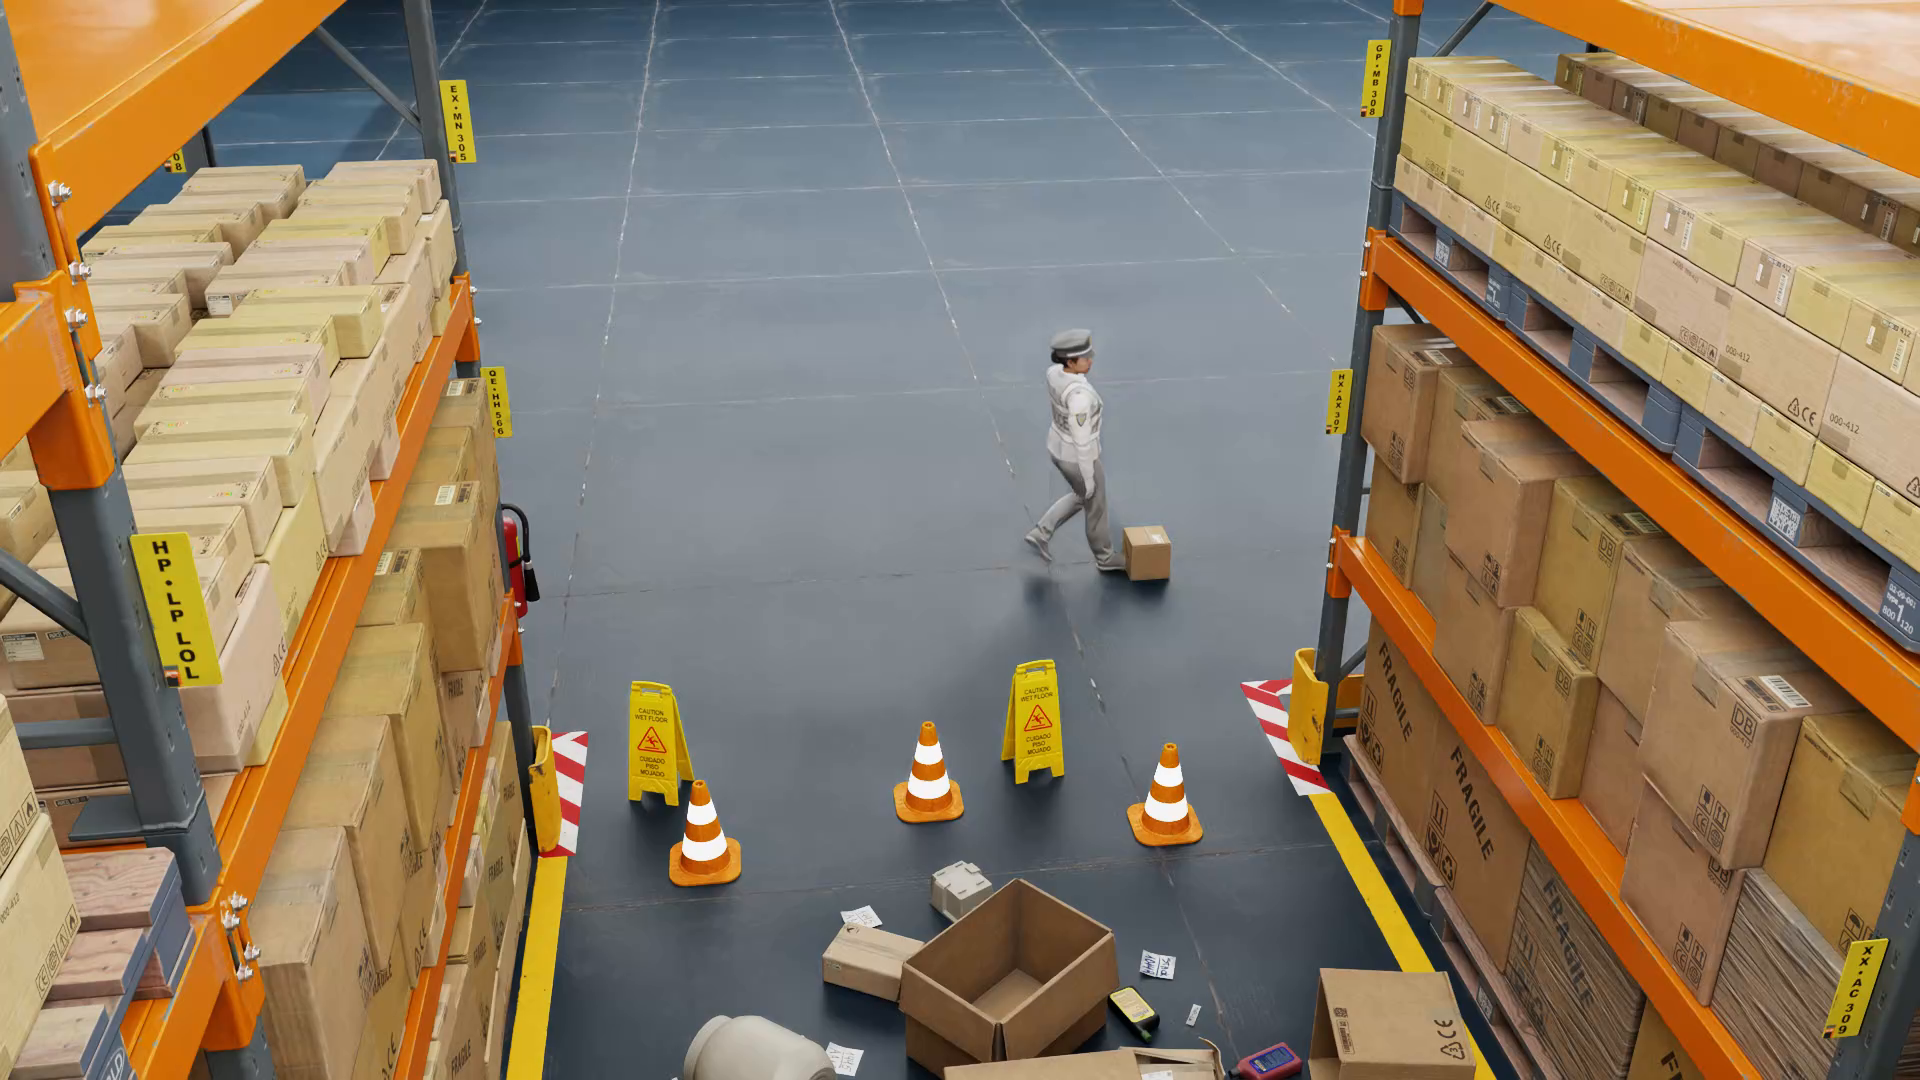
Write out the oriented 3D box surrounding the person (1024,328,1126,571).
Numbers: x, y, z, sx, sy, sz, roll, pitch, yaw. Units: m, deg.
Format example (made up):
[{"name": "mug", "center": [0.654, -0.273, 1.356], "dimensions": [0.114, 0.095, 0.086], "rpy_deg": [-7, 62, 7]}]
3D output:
[{"name": "person", "center": [0.775, -0.529, 10.112], "dimensions": [0.762, 1.641, 0.553], "rpy_deg": [-9, 29, -17]}]
